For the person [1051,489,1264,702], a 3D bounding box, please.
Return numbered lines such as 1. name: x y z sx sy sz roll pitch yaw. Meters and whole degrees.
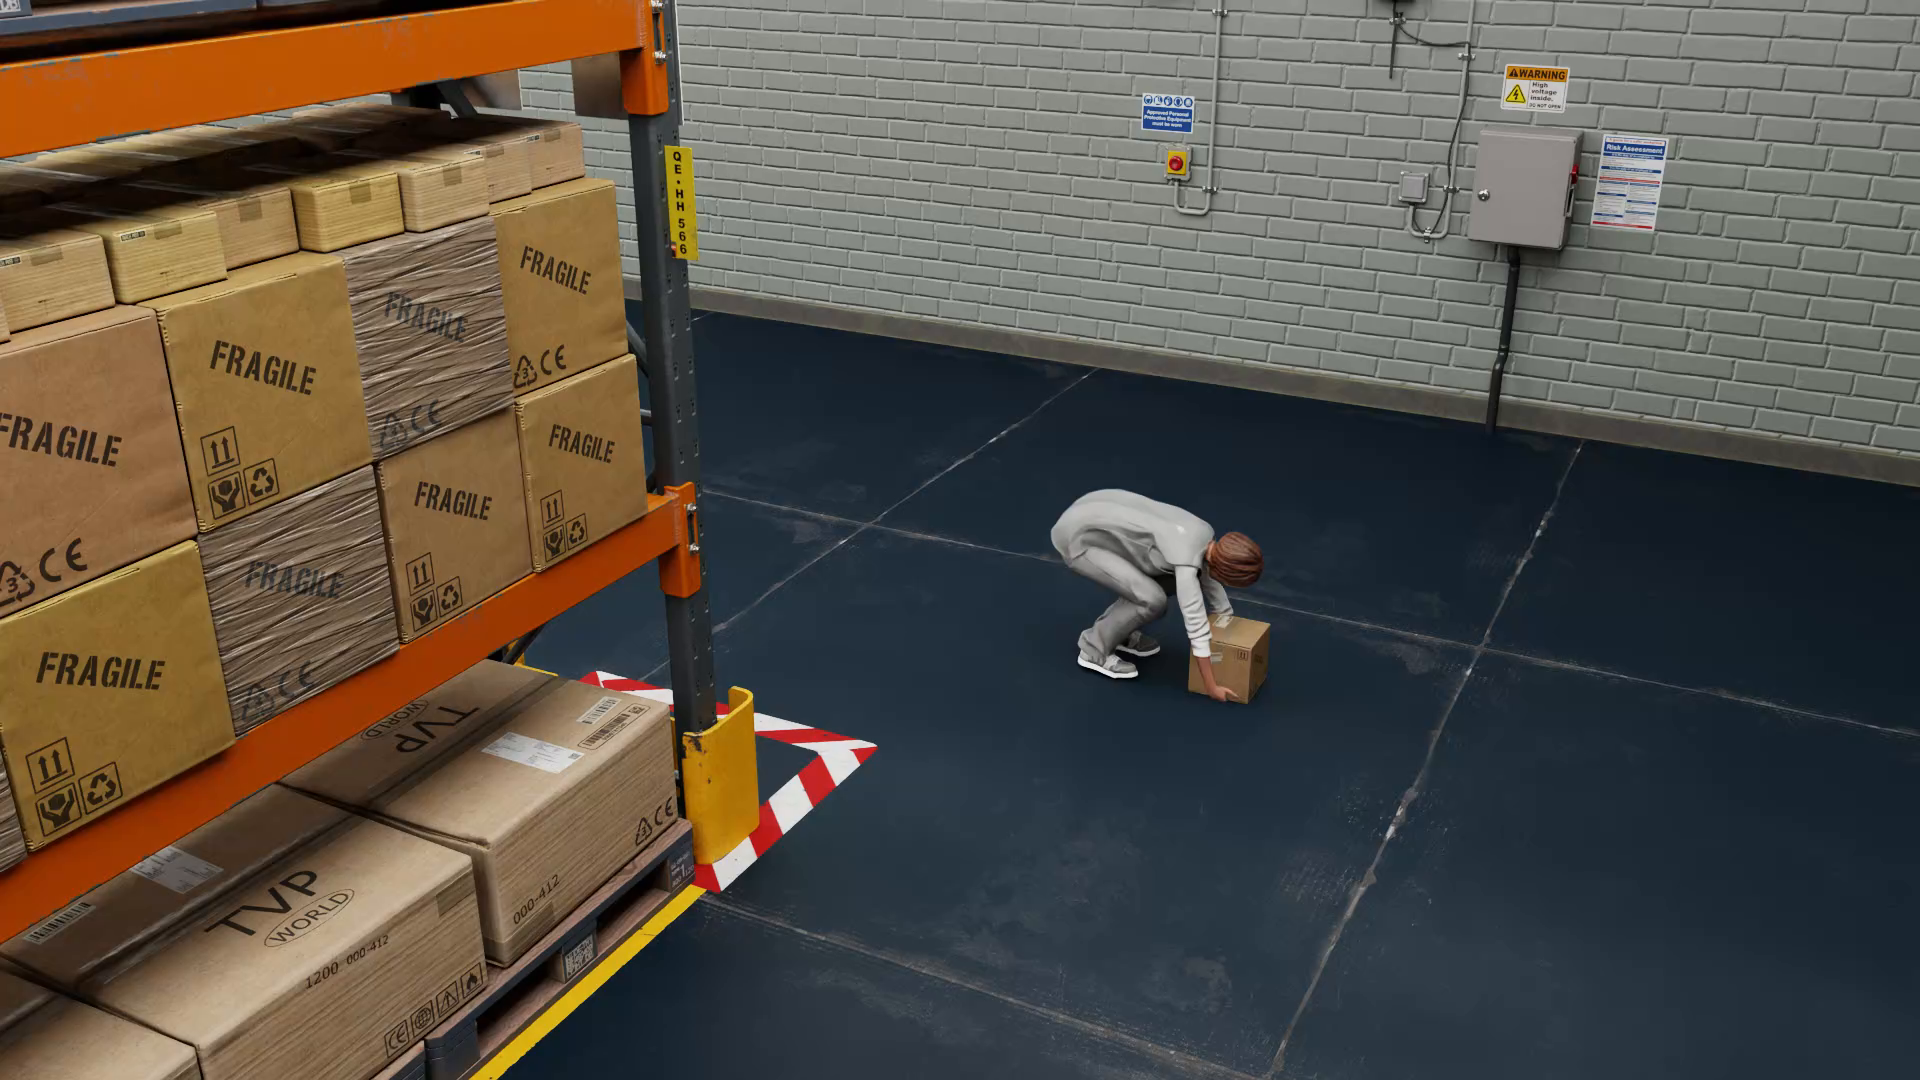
1. person: 0.794 0.197 6.760 0.872 0.768 0.427 10 25 23
